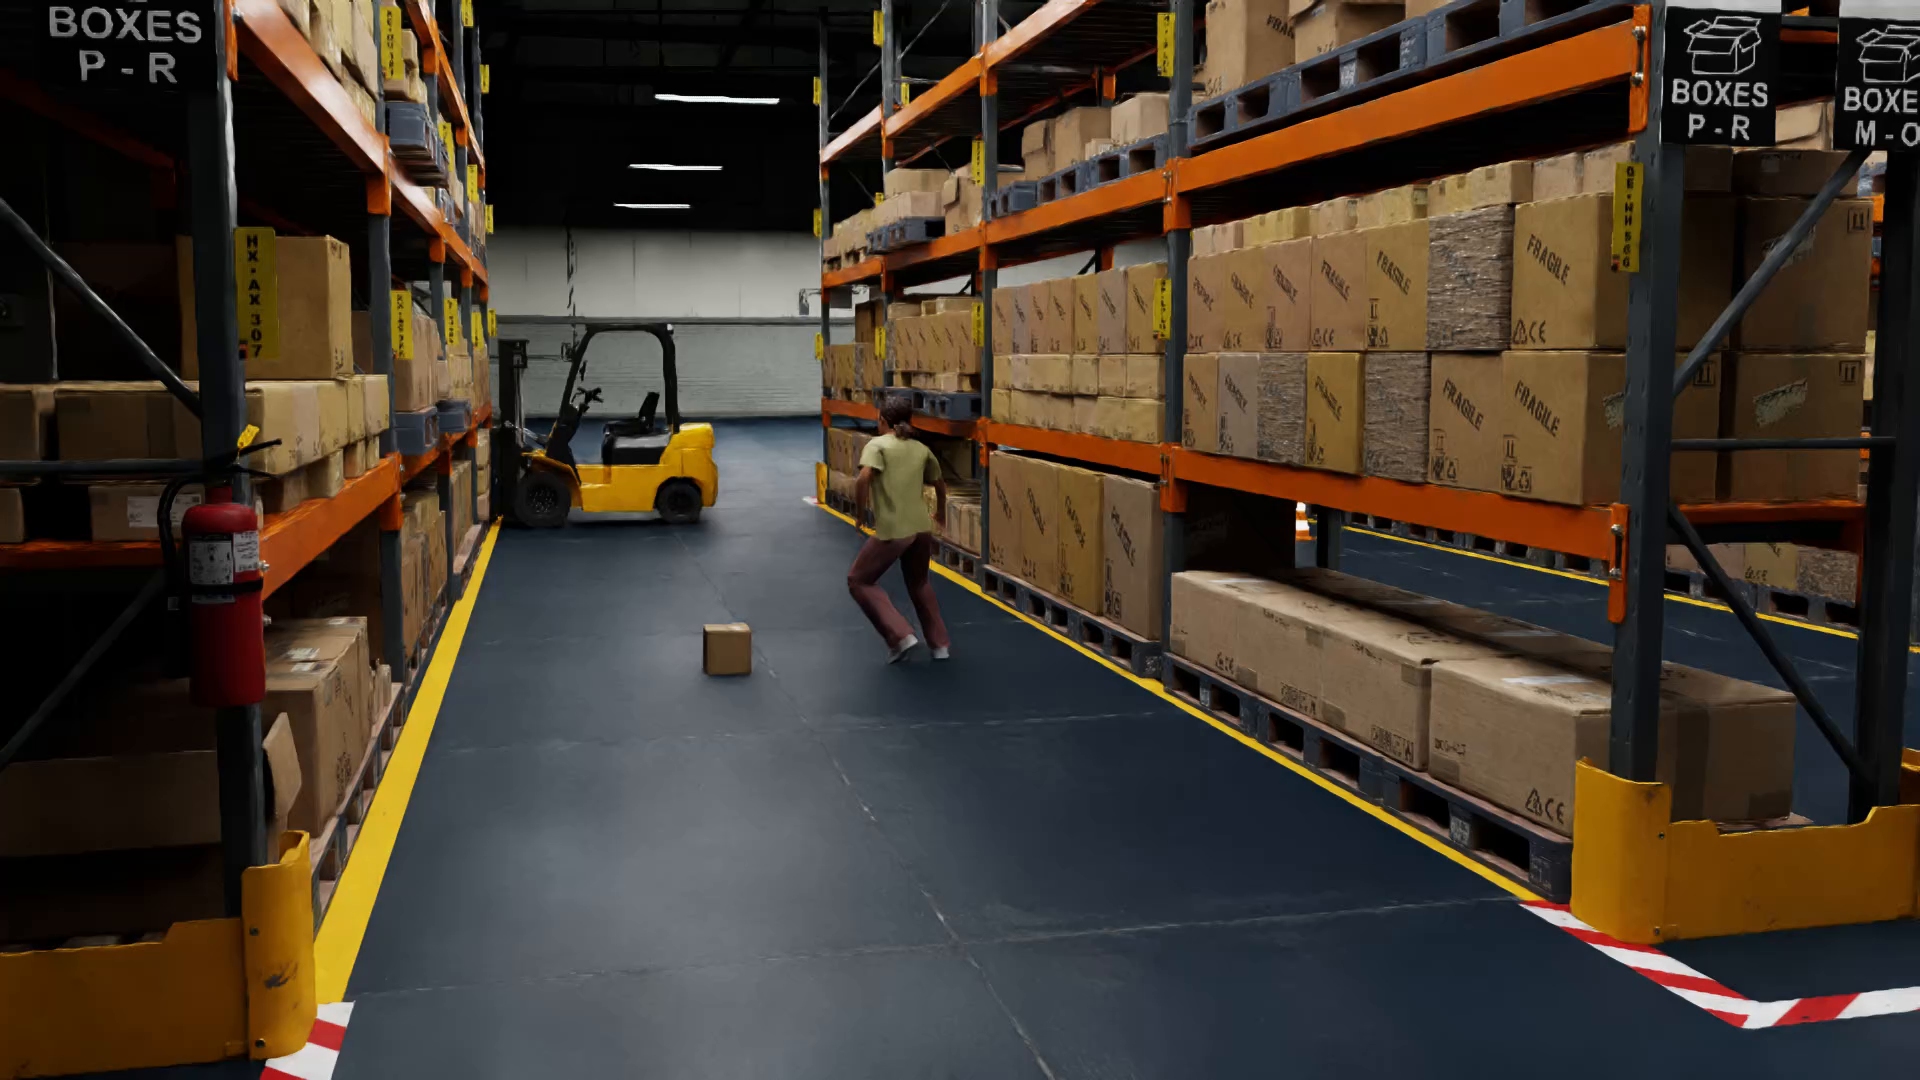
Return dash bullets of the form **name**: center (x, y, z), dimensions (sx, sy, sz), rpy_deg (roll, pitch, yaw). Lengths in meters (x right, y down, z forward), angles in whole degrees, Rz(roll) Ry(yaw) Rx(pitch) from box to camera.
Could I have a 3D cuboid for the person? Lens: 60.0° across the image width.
- **person**: center (-0.330, -0.050, 9.678), dimensions (0.836, 1.590, 0.468), rpy_deg (-6, 9, -43)
